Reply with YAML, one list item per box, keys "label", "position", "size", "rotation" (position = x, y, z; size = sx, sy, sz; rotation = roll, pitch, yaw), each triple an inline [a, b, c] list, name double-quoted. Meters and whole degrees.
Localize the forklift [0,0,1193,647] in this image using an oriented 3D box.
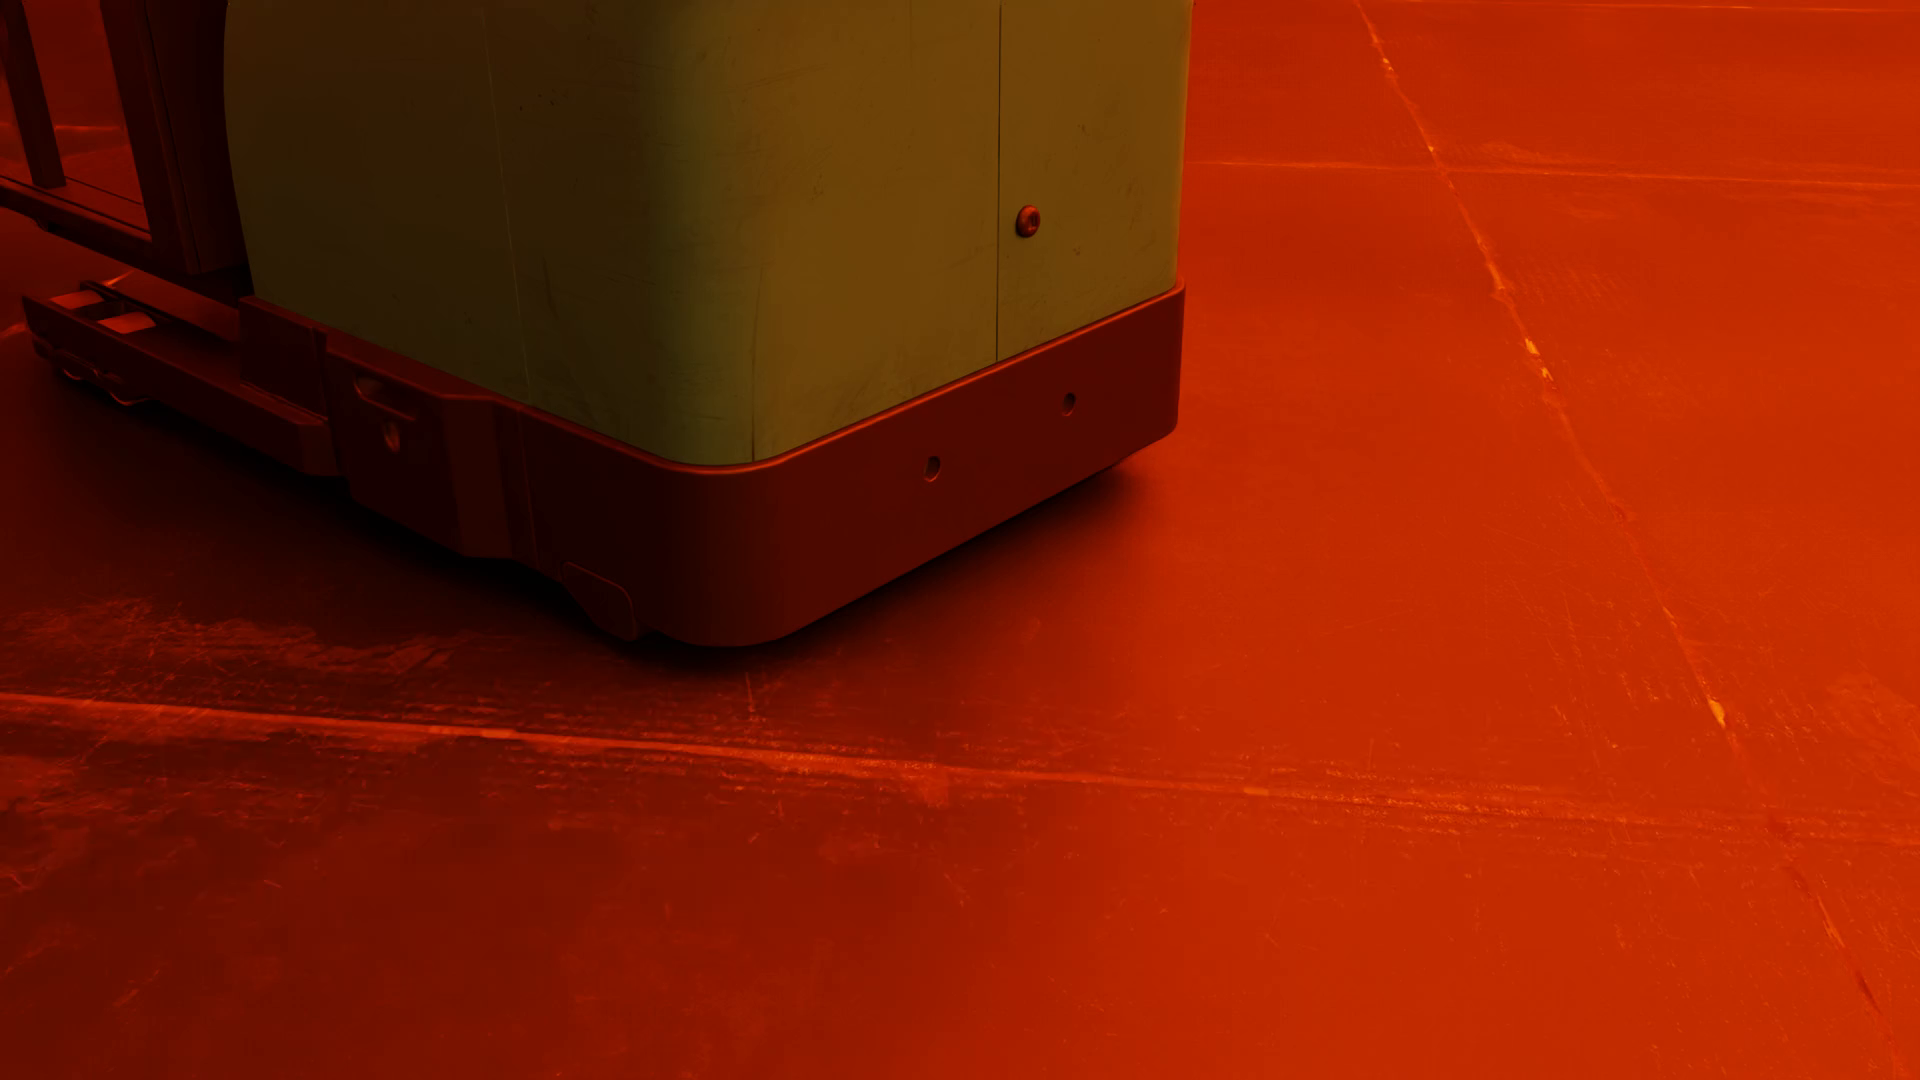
- label: "forklift"
  position: [-1.093, -1.709, 2.643]
  size: [3.031, 2.935, 1.130]
  rotation: [21, 33, 35]
